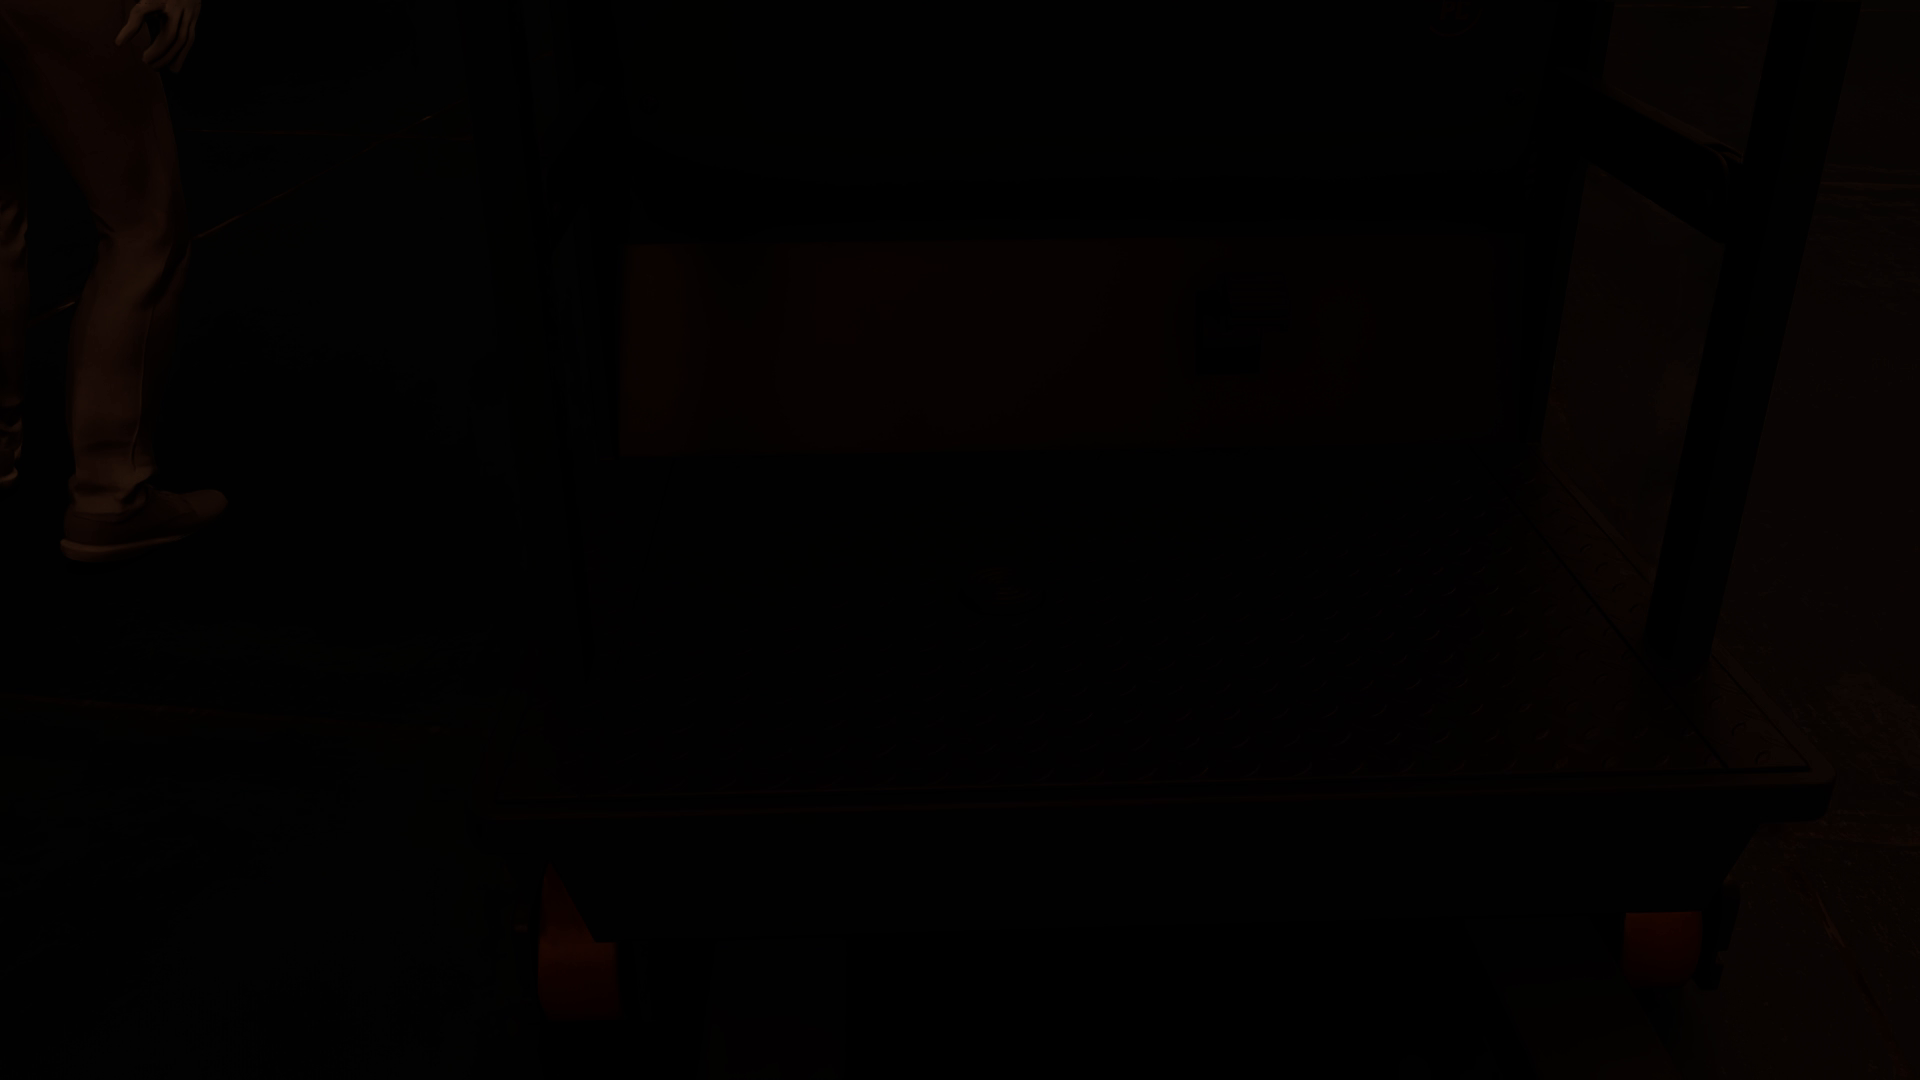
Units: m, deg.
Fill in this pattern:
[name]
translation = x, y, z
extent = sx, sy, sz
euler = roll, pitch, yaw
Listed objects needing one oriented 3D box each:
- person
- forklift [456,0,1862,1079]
[person]
translation = -1.334, -0.768, 2.263
extent = 0.796, 1.639, 0.417
euler = 9, 28, 17
[forklift]
translation = 0.139, -1.002, 1.224
extent = 1.130, 2.935, 3.031
euler = -1, 27, -2
